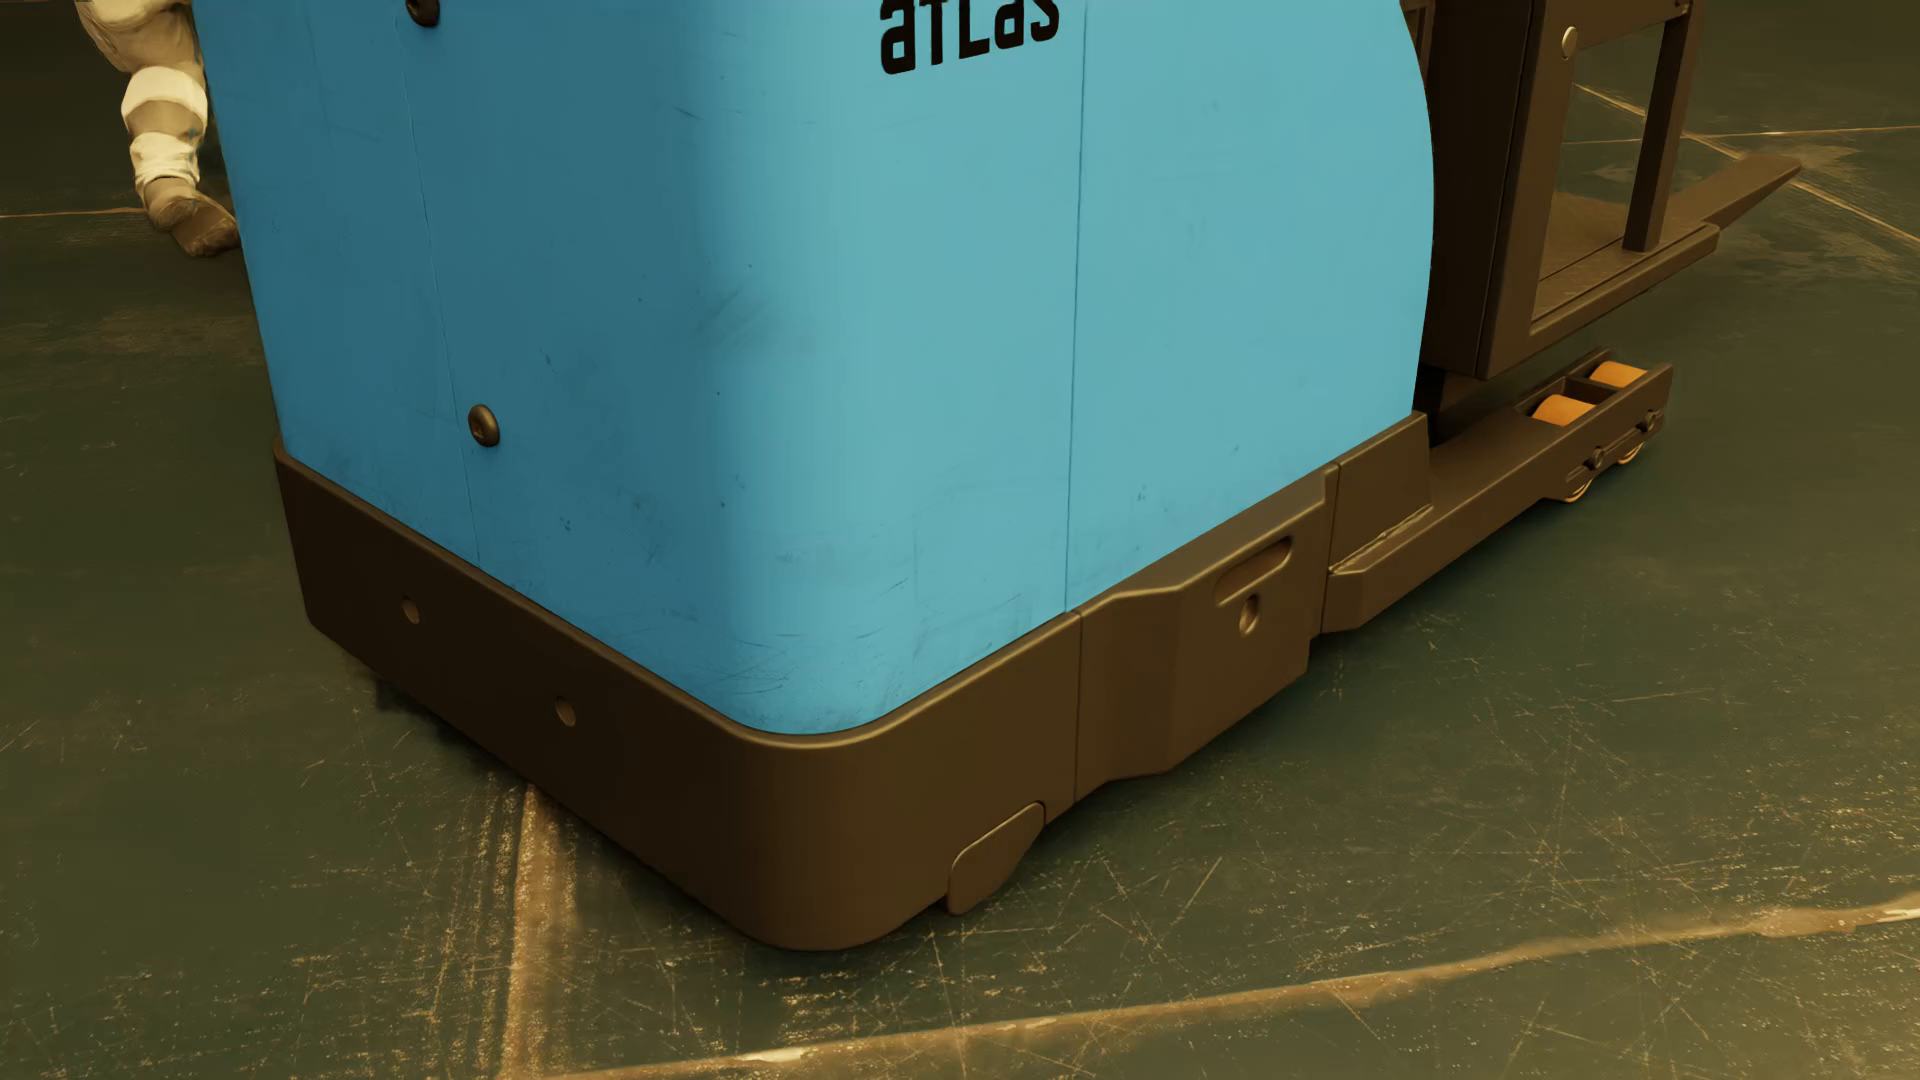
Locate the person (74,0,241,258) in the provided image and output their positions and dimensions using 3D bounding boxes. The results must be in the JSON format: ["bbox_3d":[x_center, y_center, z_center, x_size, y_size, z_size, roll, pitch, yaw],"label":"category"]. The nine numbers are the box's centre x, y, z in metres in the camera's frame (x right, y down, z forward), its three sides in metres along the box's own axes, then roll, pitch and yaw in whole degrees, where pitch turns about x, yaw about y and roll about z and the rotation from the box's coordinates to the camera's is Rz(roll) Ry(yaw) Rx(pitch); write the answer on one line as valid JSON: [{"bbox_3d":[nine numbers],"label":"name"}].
[{"bbox_3d":[-1.563,-1.383,3.525,0.788,1.479,1.020,-2,28,-3],"label":"person"}]

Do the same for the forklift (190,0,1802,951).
[{"bbox_3d":[0.518,-1.499,2.199,1.130,2.935,3.031,24,36,37],"label":"forklift"}]
